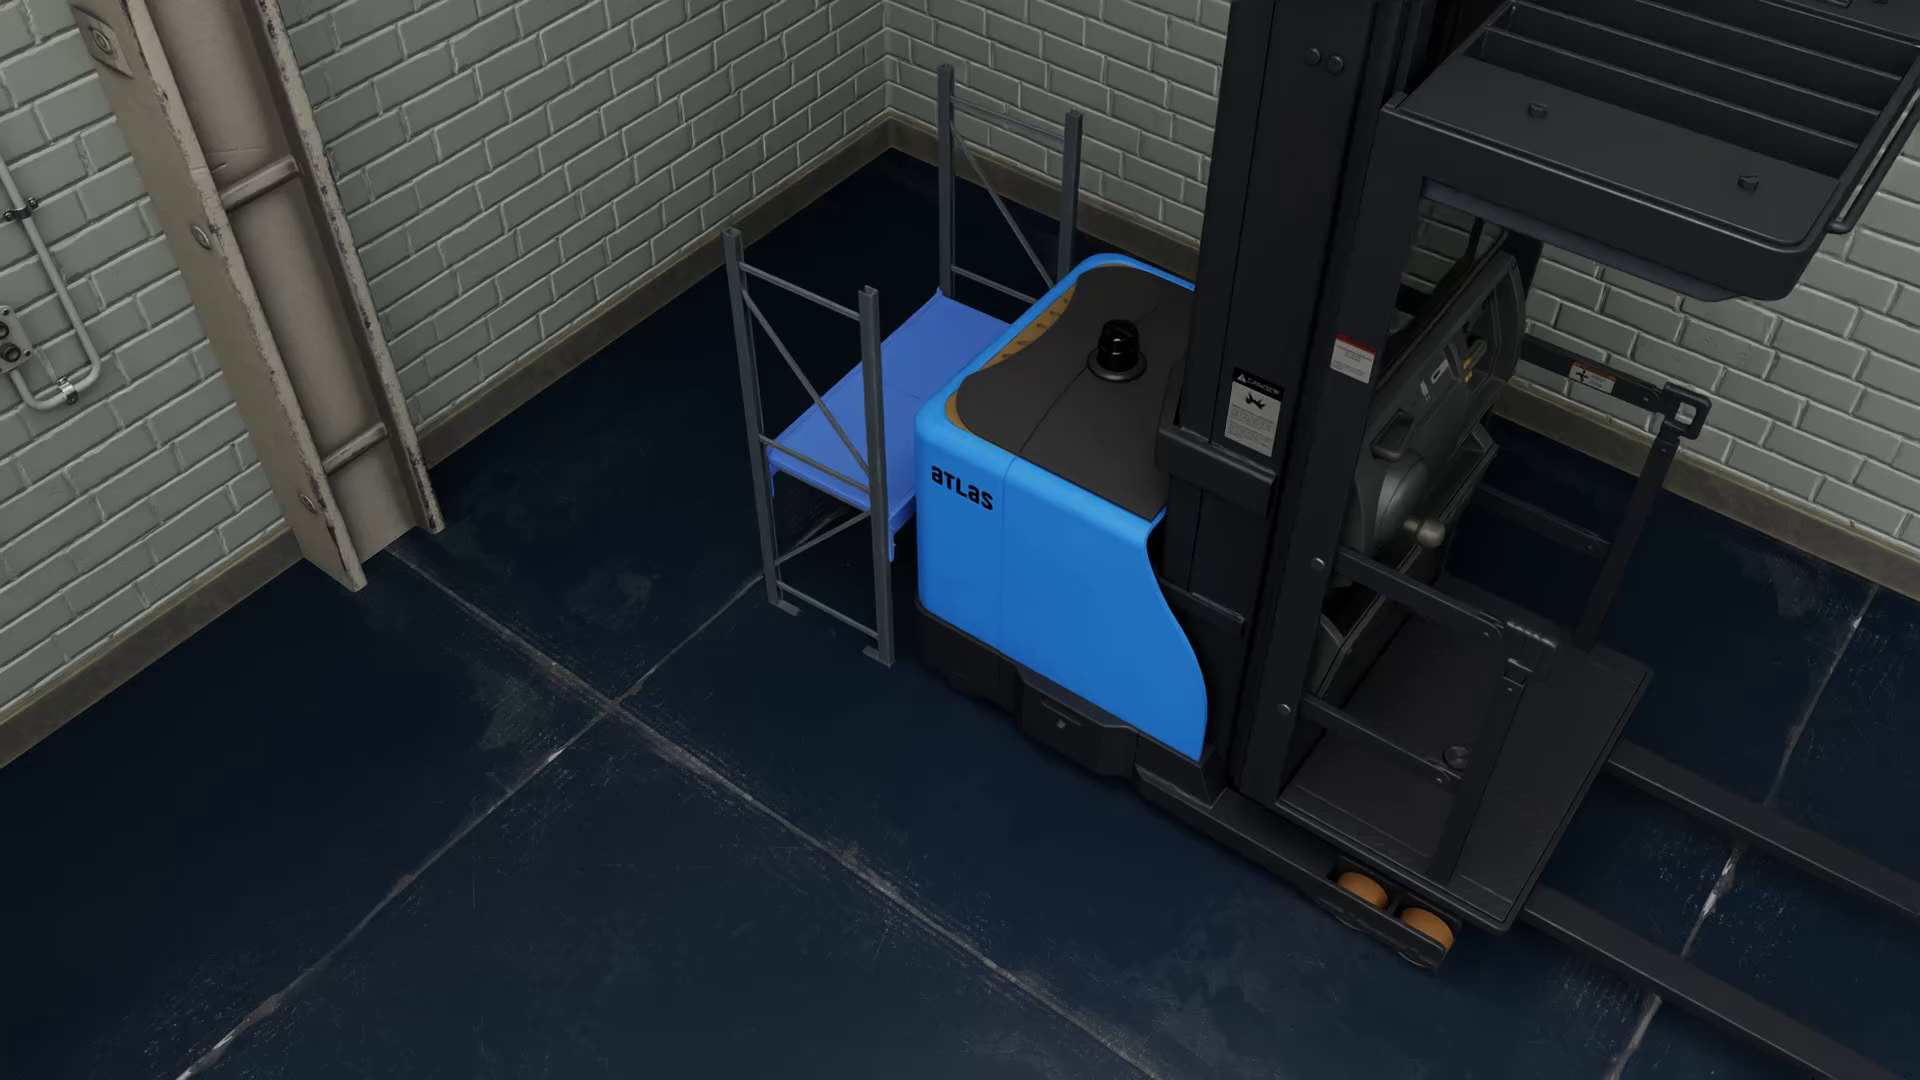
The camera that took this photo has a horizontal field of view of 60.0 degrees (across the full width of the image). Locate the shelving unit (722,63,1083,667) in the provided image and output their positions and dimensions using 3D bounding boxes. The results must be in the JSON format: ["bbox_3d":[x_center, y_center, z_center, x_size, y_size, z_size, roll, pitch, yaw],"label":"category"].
[{"bbox_3d":[-0.139,-0.523,5.212,0.538,1.500,1.048,26,52,23],"label":"shelving unit"}]

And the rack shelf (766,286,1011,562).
[{"bbox_3d":[-0.139,-0.398,5.342,0.538,0.185,1.000,26,52,23],"label":"rack shelf"}]

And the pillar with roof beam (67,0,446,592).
[{"bbox_3d":[1.375,-1.209,0.682,9.100,9.000,0.400,29,53,25],"label":"pillar with roof beam"}]

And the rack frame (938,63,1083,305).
[{"bbox_3d":[0.147,-0.827,5.502,0.500,1.500,0.032,26,52,23],"label":"rack frame"}]

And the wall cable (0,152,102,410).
[{"bbox_3d":[-2.963,-0.615,3.560,0.084,1.984,1.851,29,53,25],"label":"wall cable"}]

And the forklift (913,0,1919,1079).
[{"bbox_3d":[1.344,-0.272,3.983,3.031,2.935,1.130,28,52,24],"label":"forklift"}]

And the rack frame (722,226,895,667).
[{"bbox_3d":[-0.425,-0.219,4.922,0.500,1.500,0.032,26,52,23],"label":"rack frame"}]
